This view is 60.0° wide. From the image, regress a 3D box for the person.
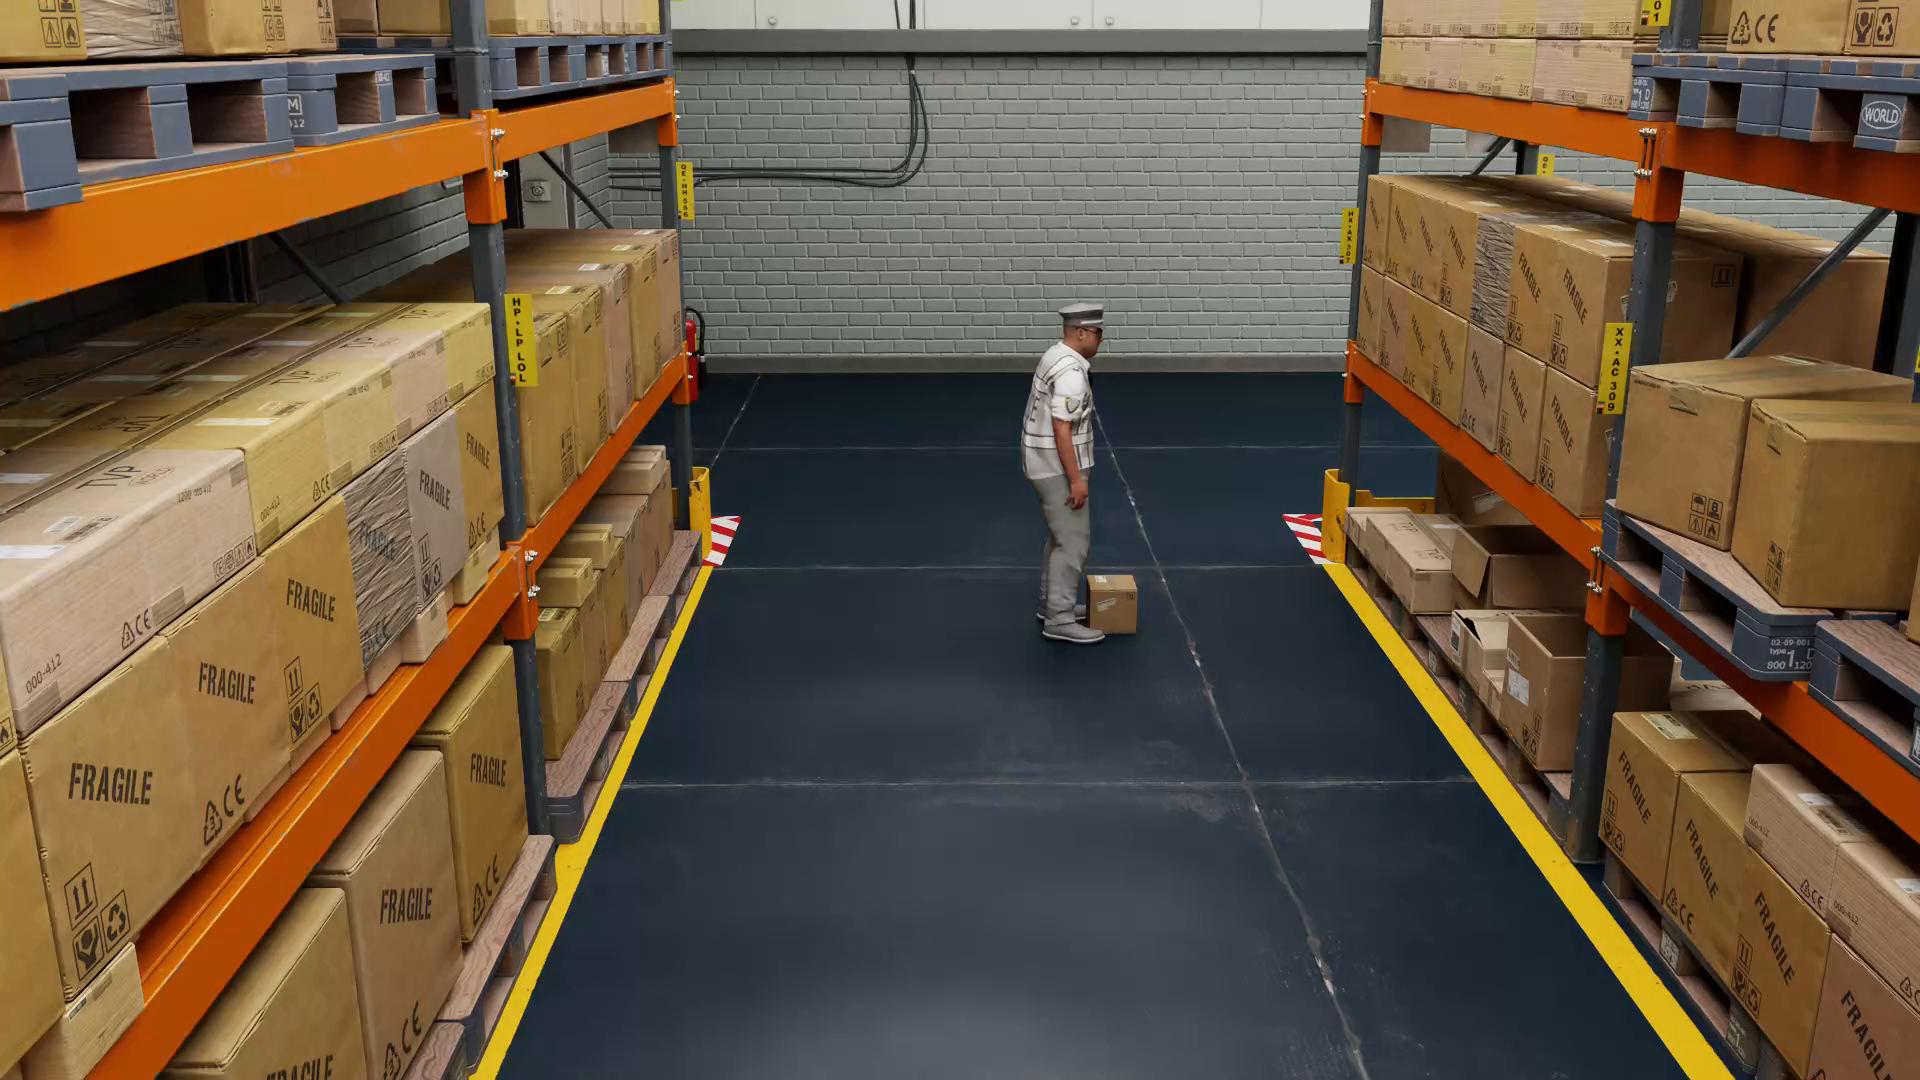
[{"bbox_3d":[0.542,-0.368,8.735,0.432,1.748,0.585,0,17,-1],"label":"person"}]
